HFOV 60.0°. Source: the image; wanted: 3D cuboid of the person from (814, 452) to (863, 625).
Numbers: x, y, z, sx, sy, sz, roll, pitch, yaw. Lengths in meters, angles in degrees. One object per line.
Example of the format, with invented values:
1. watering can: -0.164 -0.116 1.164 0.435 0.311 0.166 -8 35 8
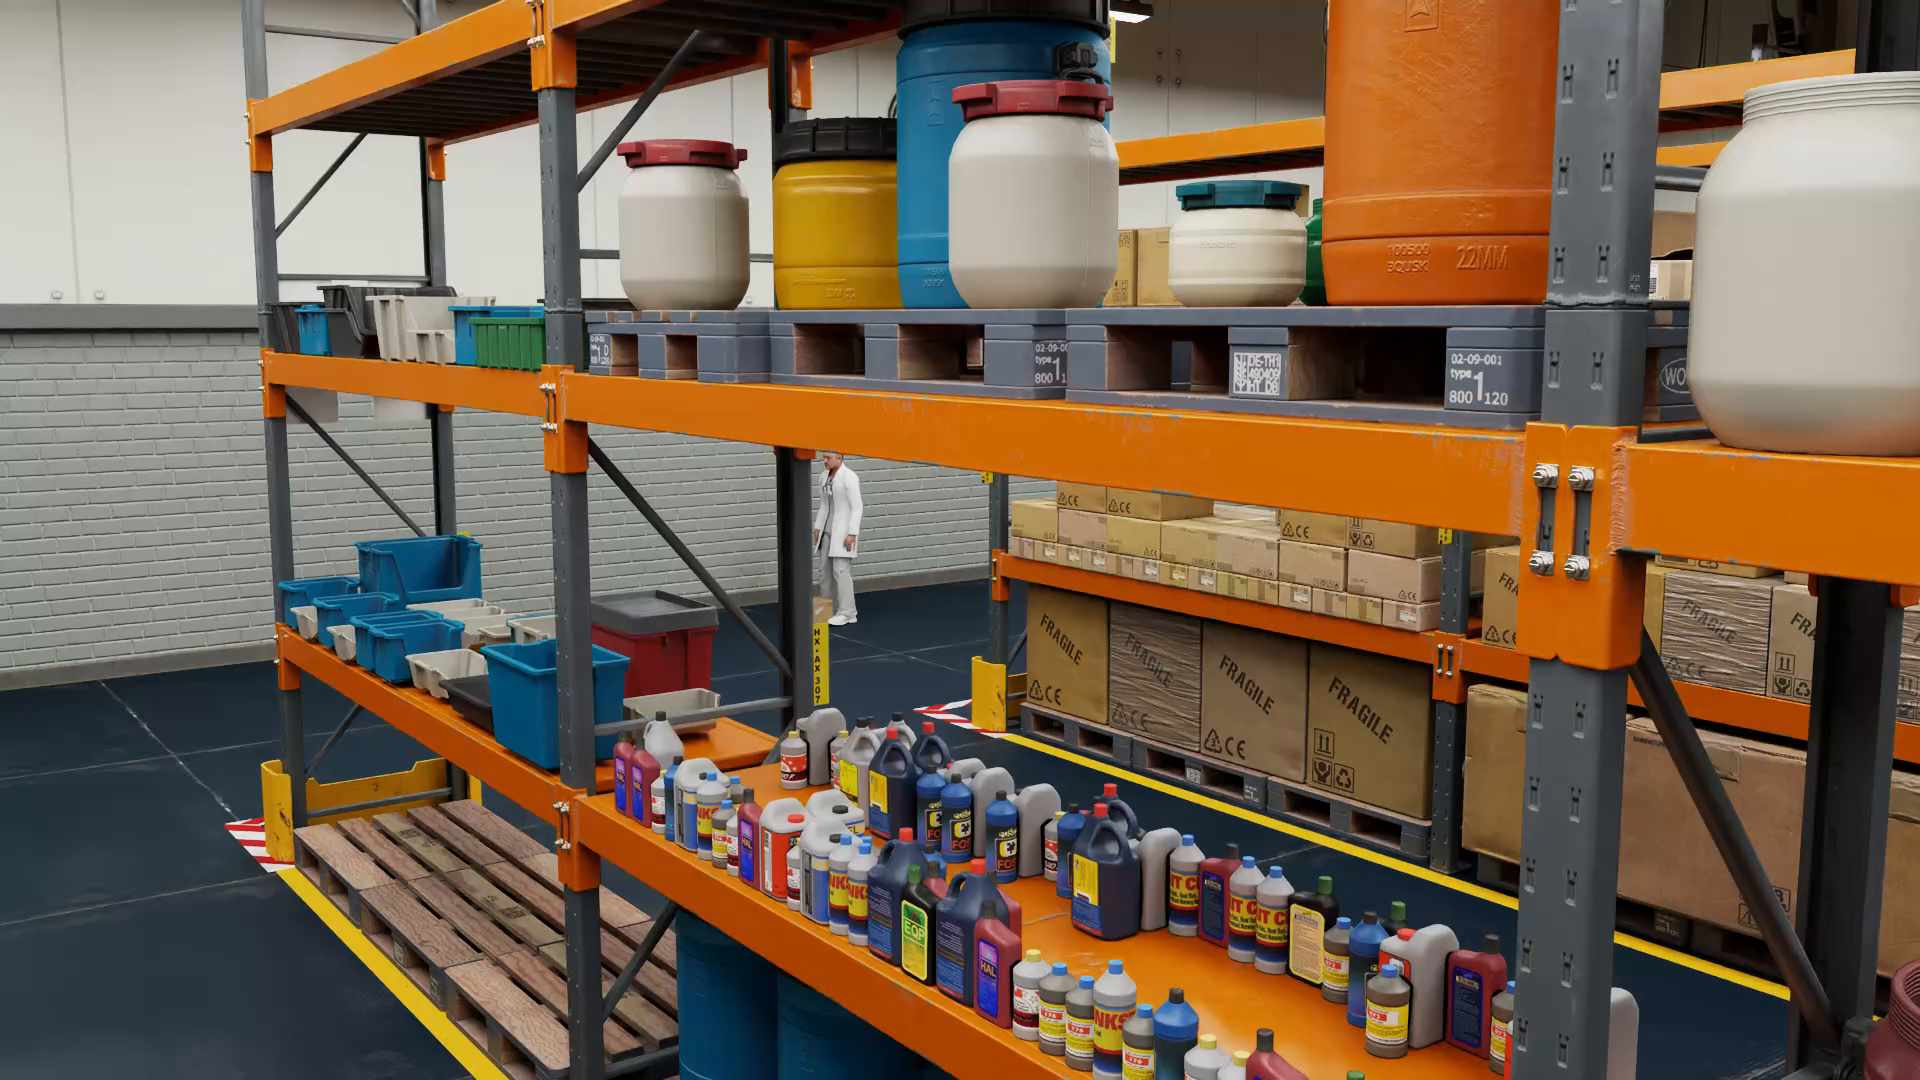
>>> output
1. person: -1.208 -0.064 16.335 0.424 1.774 0.653 -6 10 -39
